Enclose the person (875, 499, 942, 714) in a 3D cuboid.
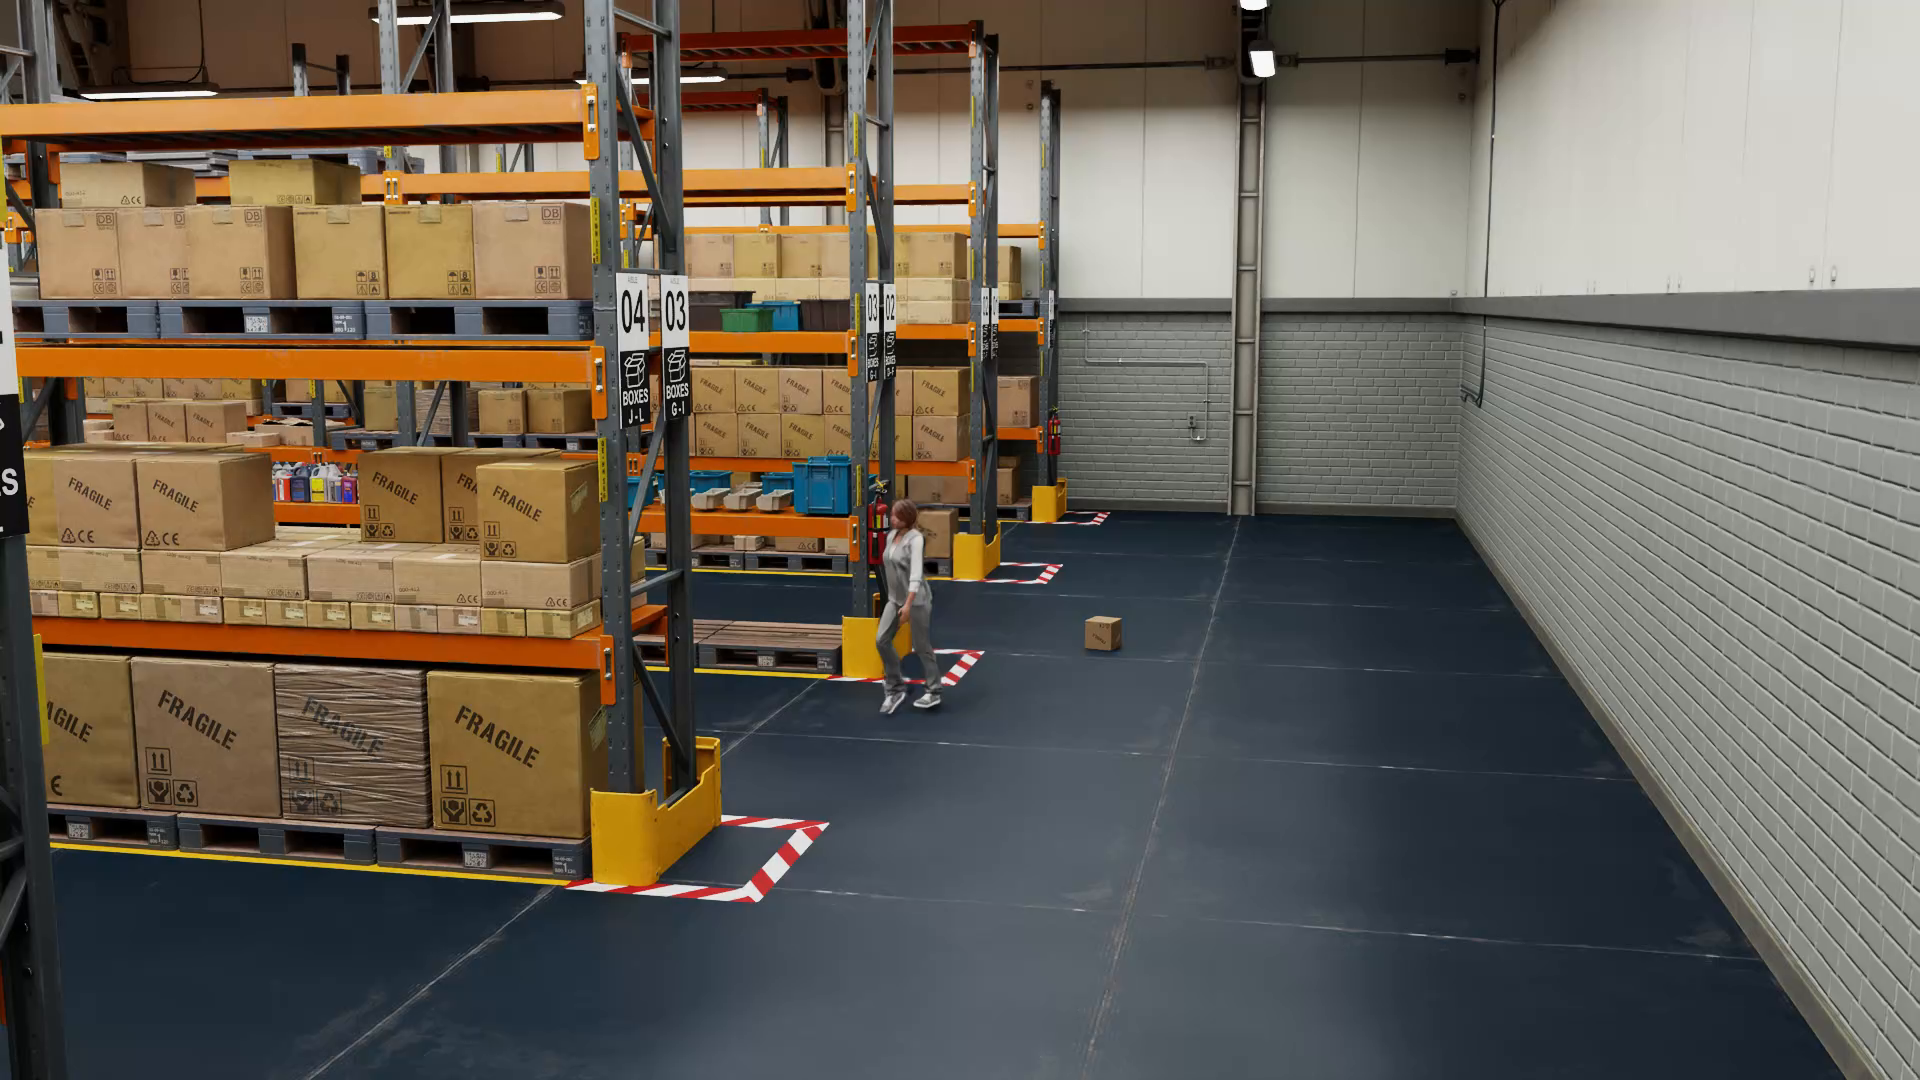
[{"bbox_3d":[-0.389,0.508,12.431,0.519,1.626,0.526,-7,11,-39],"label":"person"}]
